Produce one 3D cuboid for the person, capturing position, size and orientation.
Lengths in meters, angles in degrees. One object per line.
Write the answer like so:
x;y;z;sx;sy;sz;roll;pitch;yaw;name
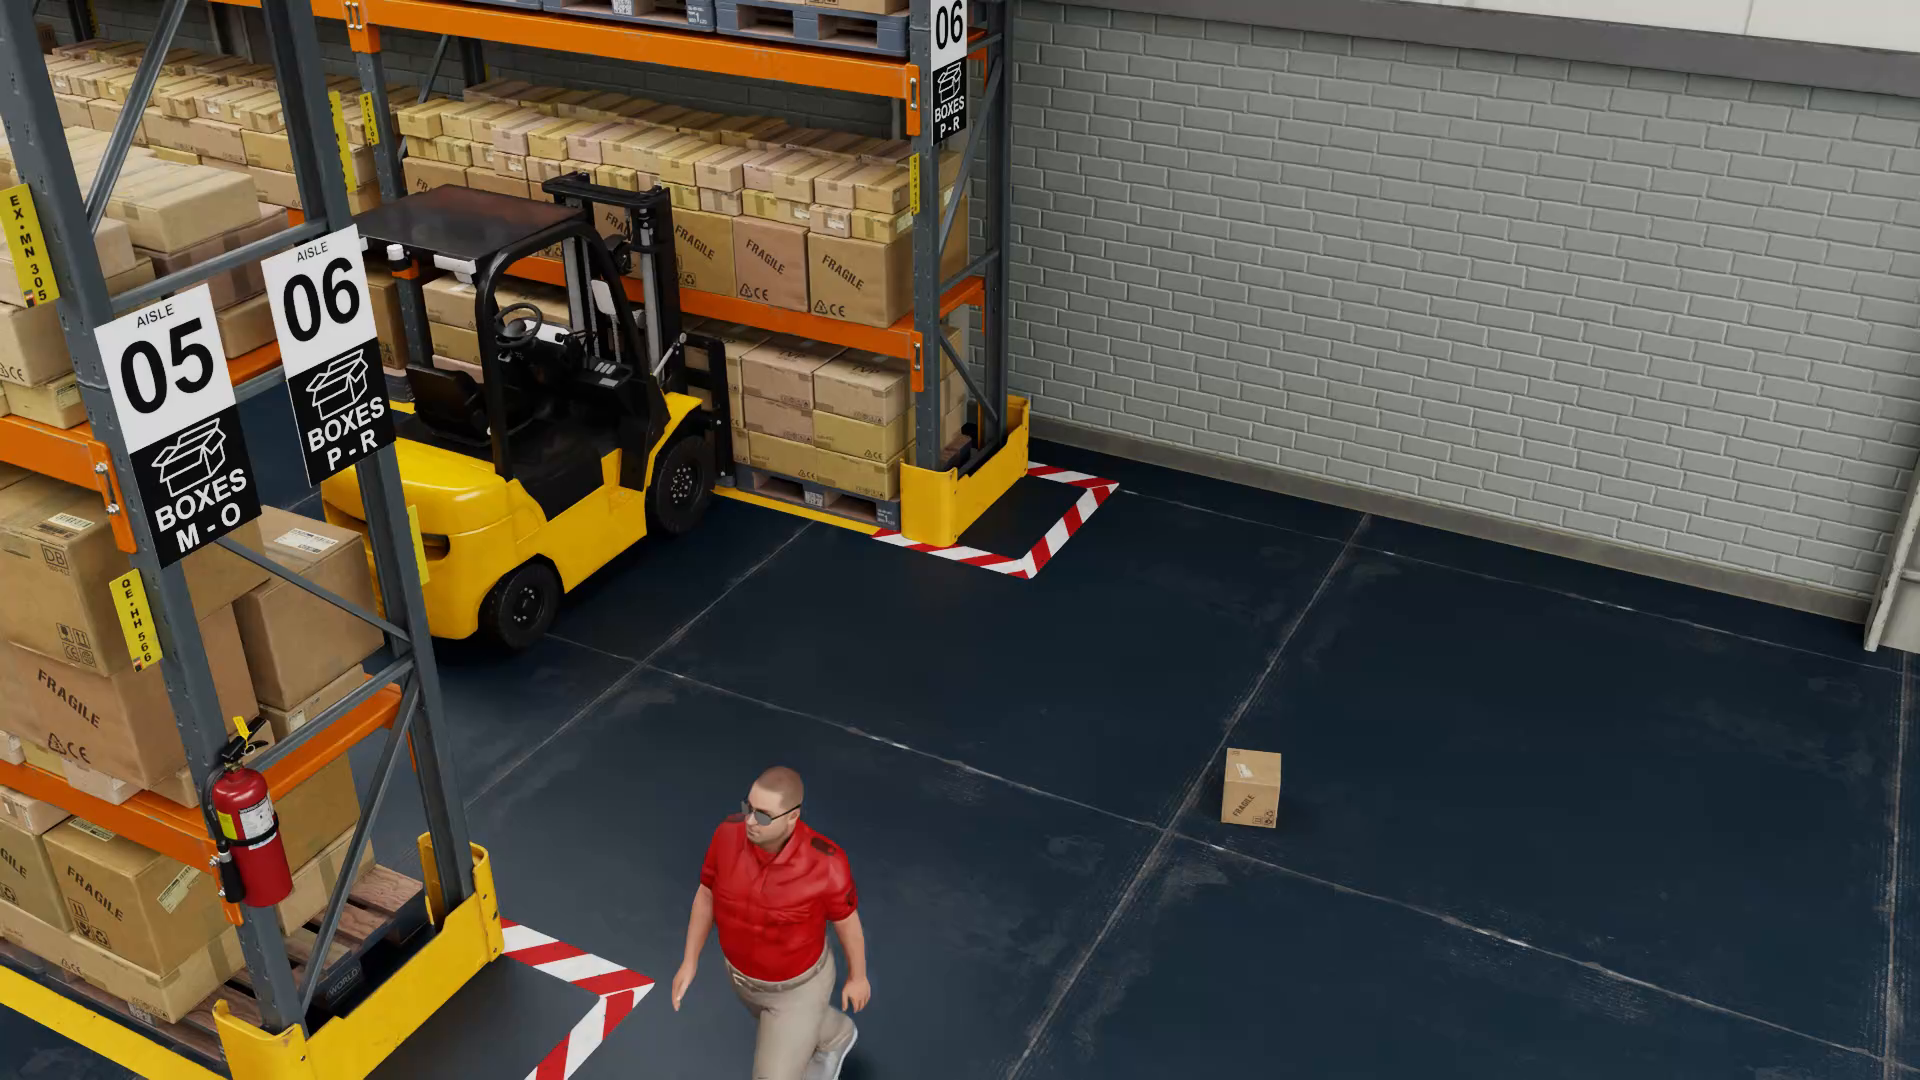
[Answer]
-0.661;1.491;5.713;0.575;1.672;1.052;18;34;28;person
